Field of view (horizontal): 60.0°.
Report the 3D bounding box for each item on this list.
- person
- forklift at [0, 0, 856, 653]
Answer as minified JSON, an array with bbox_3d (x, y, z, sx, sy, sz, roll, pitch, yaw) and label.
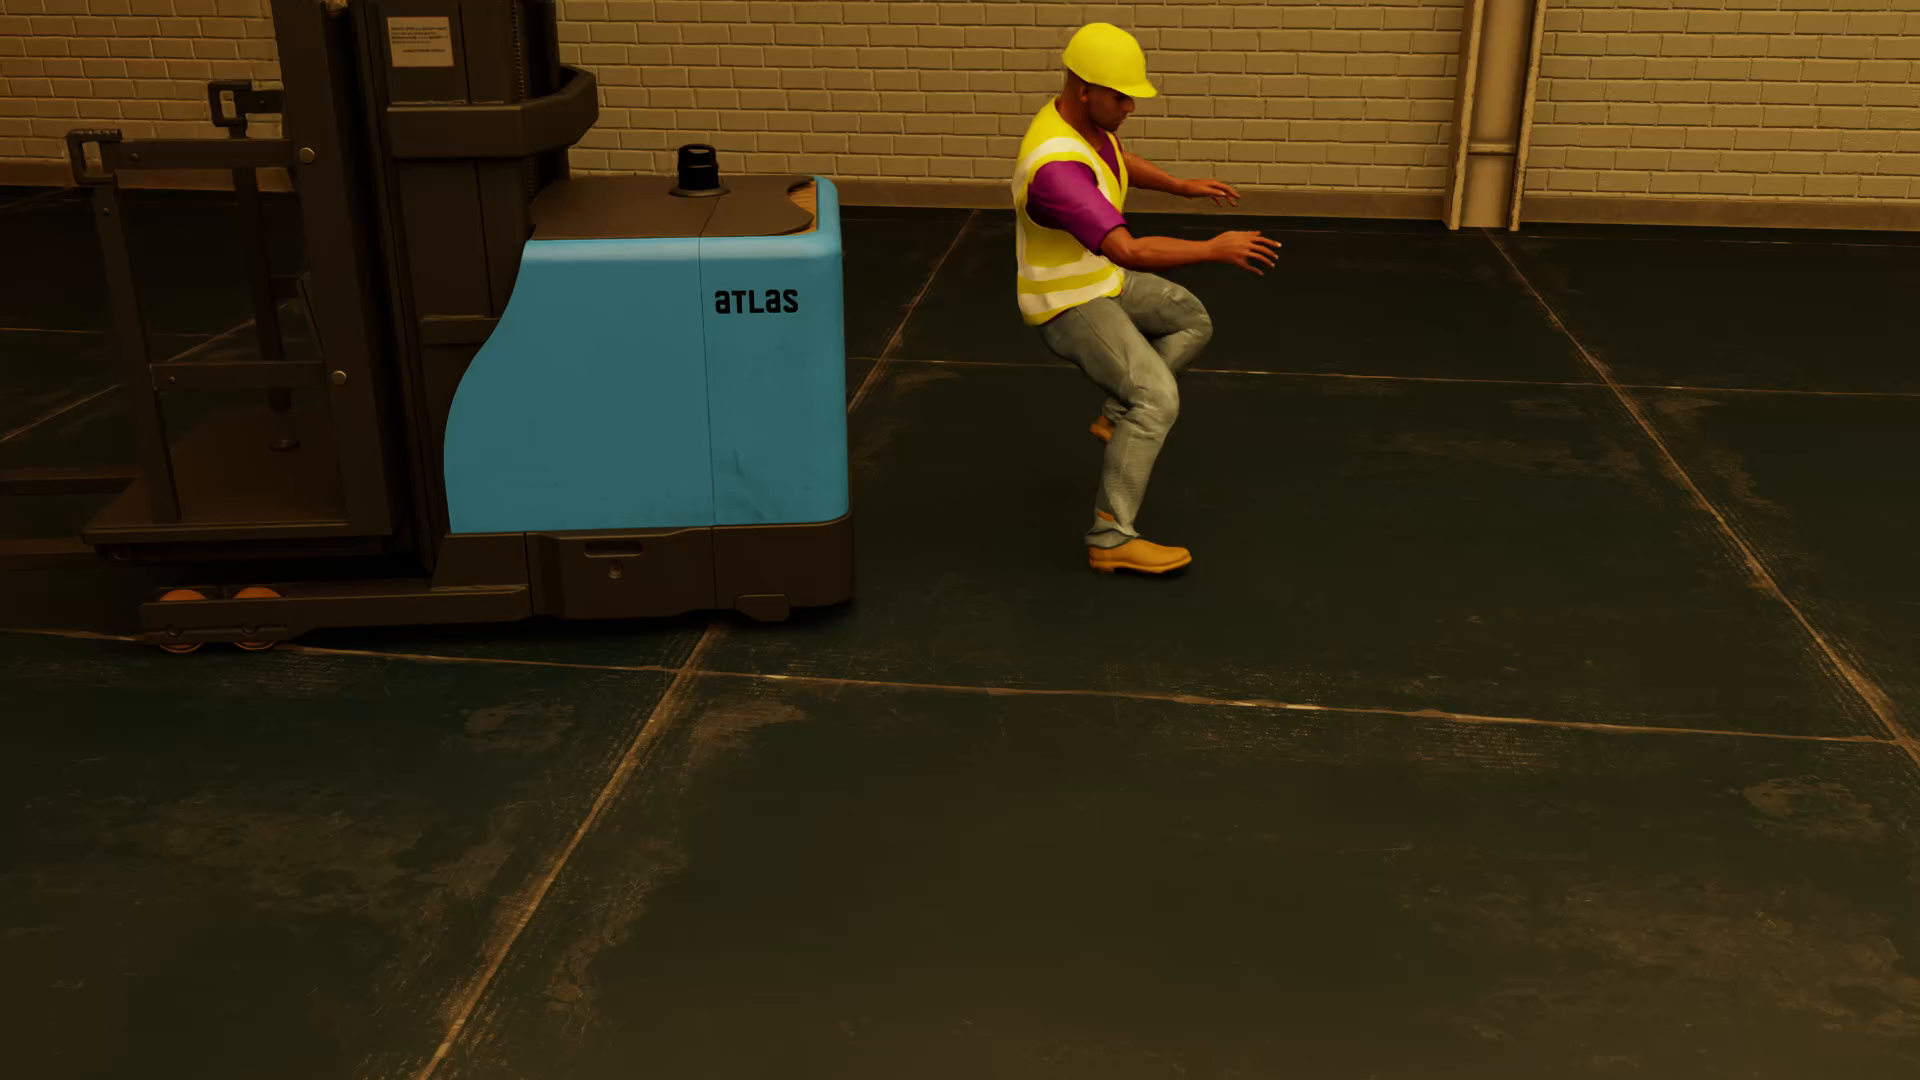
[{"bbox_3d":[0.566,-0.770,5.040,0.816,1.540,0.901,5,23,13],"label":"person"},{"bbox_3d":[-1.836,-1.264,4.393,3.031,2.935,1.130,-2,22,-4],"label":"forklift"}]
